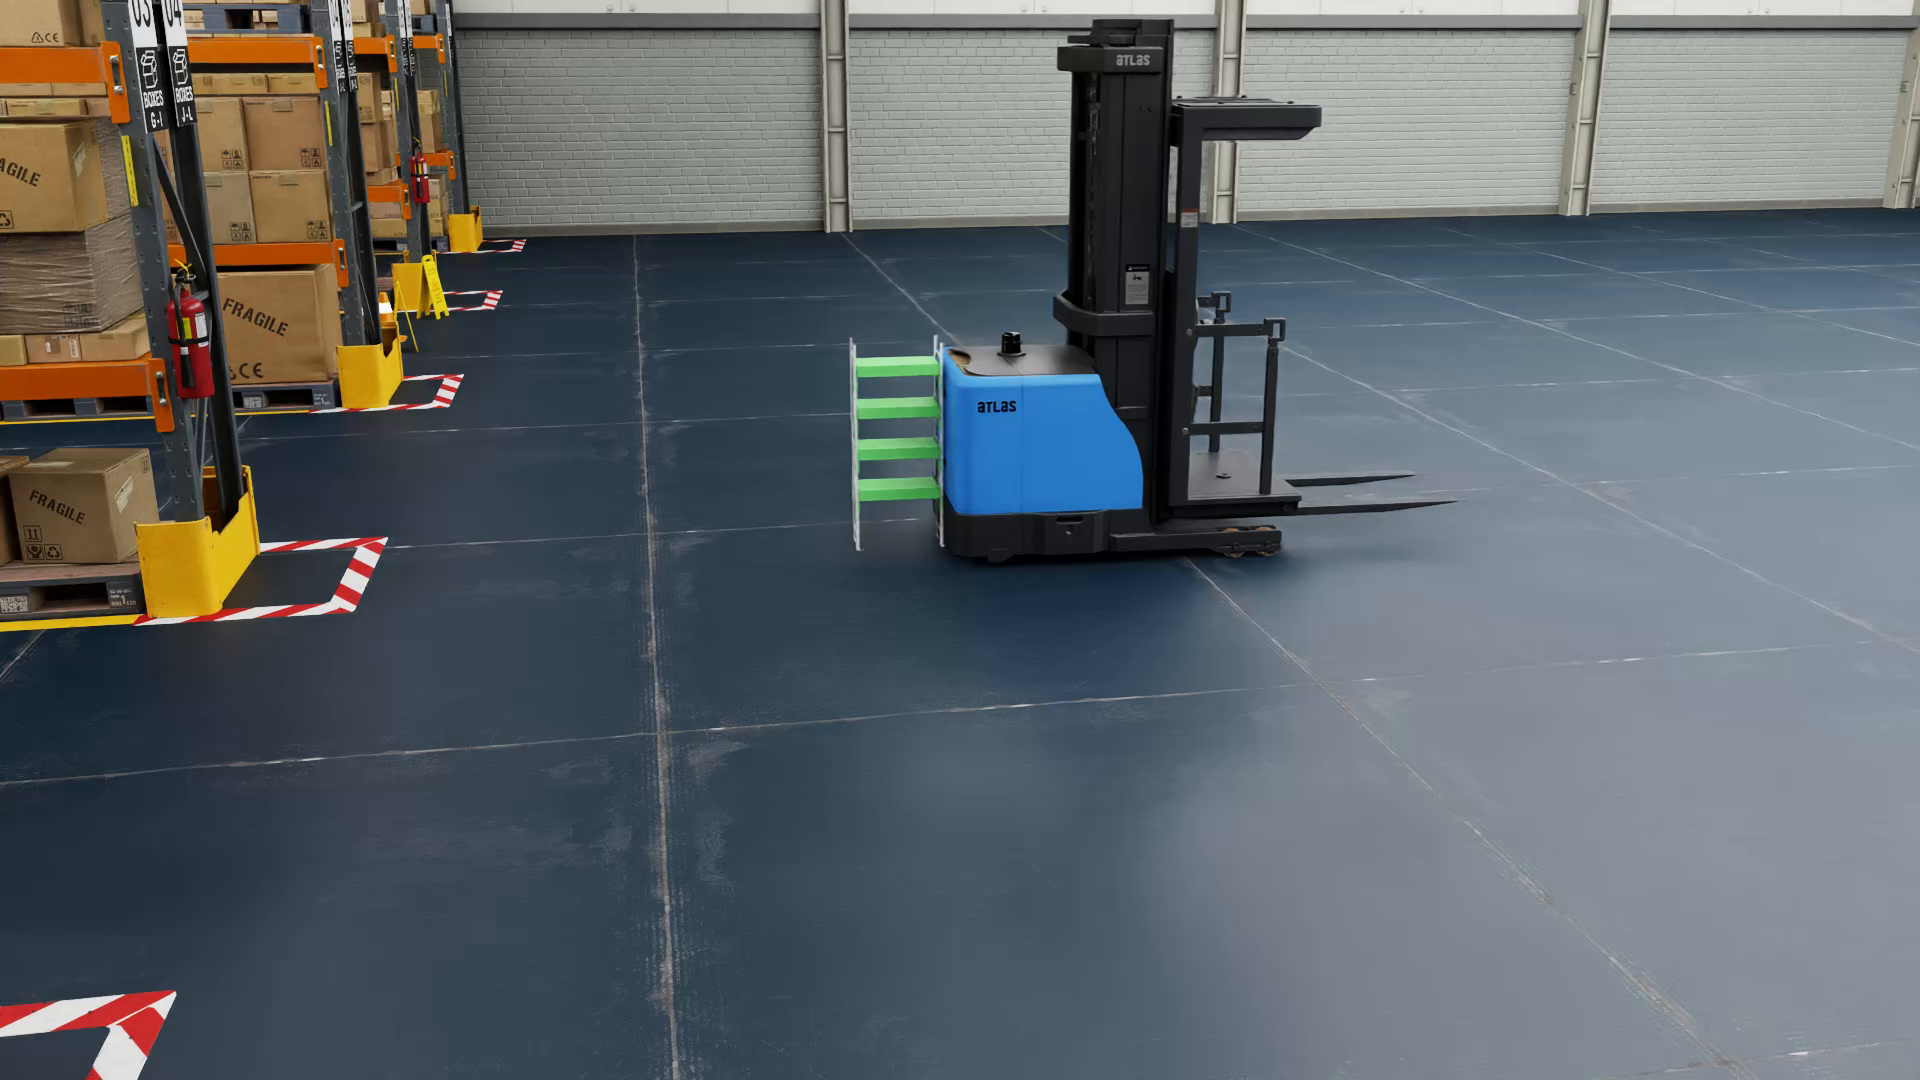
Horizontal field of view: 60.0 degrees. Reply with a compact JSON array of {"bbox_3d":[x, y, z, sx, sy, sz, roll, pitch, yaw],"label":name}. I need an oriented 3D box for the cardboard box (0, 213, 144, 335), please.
[{"bbox_3d":[-4.575,-1.378,8.512,0.500,0.500,0.875,-3,17,-10],"label":"cardboard box"}]

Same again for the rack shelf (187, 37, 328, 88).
[{"bbox_3d":[-6.836,-3.625,12.621,4.000,0.370,1.077,-3,17,-10],"label":"rack shelf"}]

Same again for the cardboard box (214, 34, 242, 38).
[{"bbox_3d":[-7.470,-5.218,17.009,0.250,0.149,0.380,-4,17,-12],"label":"cardboard box"}]

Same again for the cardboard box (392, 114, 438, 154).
[{"bbox_3d":[-7.289,-5.443,22.253,0.500,0.500,0.500,-4,17,-12],"label":"cardboard box"}]

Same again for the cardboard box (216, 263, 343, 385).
[{"bbox_3d":[-5.525,-1.774,13.384,0.875,0.875,0.875,-3,17,-10],"label":"cardboard box"}]

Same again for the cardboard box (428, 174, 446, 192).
[{"bbox_3d":[-7.363,-4.890,22.890,0.500,0.250,0.500,-4,17,-11],"label":"cardboard box"}]

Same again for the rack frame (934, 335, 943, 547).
[{"bbox_3d":[-0.123,-0.567,9.616,0.015,1.200,0.240,-3,17,-8],"label":"rack frame"}]

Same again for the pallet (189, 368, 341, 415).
[{"bbox_3d":[-5.642,-1.246,13.509,1.213,0.211,1.003,-3,17,-10],"label":"pallet"}]

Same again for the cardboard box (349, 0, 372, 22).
[{"bbox_3d":[-6.361,-5.466,17.138,0.500,0.250,0.500,-3,17,-11],"label":"cardboard box"}]

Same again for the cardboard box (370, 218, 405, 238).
[{"bbox_3d":[-7.747,-4.242,22.483,0.500,0.250,0.500,-3,17,-10],"label":"cardboard box"}]

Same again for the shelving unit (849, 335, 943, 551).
[{"bbox_3d":[-0.364,-0.557,9.581,0.503,1.200,0.258,-3,17,-8],"label":"shelving unit"}]

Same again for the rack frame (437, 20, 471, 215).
[{"bbox_3d":[-6.855,-5.498,22.604,0.127,3.000,1.000,-3,17,-10],"label":"rack frame"}]

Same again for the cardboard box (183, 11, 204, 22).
[{"bbox_3d":[-7.859,-5.379,16.856,0.500,0.250,0.500,-3,17,-10],"label":"cardboard box"}]

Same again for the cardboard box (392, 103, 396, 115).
[{"bbox_3d":[-7.388,-5.733,22.094,0.250,0.149,0.380,-3,17,-10],"label":"cardboard box"}]

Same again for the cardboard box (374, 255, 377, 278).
[{"bbox_3d":[-6.755,-2.989,18.401,0.500,0.250,0.500,-3,17,-11],"label":"cardboard box"}]

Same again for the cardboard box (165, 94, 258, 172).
[{"bbox_3d":[-5.766,-3.167,12.920,0.550,0.550,0.875,-3,17,-10],"label":"cardboard box"}]

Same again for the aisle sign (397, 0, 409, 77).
[{"bbox_3d":[-5.794,-5.230,17.303,0.004,0.787,0.394,-3,17,-10],"label":"aisle sign"}]

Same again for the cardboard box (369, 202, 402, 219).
[{"bbox_3d":[-7.768,-4.481,22.410,0.500,0.250,0.500,-3,17,-11],"label":"cardboard box"}]

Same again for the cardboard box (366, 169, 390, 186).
[{"bbox_3d":[-6.237,-3.865,17.714,0.250,0.149,0.380,-3,17,-9],"label":"cardboard box"}]

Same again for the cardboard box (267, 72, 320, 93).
[{"bbox_3d":[-6.869,-4.618,17.358,0.500,0.500,0.700,-3,17,-10],"label":"cardboard box"}]

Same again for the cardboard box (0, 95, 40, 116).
[{"bbox_3d":[-7.356,-3.076,12.625,0.550,0.550,0.875,-3,17,-10],"label":"cardboard box"}]

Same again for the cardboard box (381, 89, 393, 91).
[{"bbox_3d":[-7.746,-6.018,22.513,0.250,0.149,0.380,-3,17,-9],"label":"cardboard box"}]

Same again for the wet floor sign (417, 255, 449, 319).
[{"bbox_3d":[-5.521,-2.644,17.322,0.232,0.644,0.267,3,17,9],"label":"wet floor sign"}]

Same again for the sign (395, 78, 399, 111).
[{"bbox_3d":[-5.825,-4.611,17.205,0.005,0.325,0.100,-3,17,-10],"label":"sign"}]

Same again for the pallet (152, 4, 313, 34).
[{"bbox_3d":[-5.598,-3.993,12.746,1.213,0.211,1.003,-3,17,-10],"label":"pallet"}]

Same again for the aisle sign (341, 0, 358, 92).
[{"bbox_3d":[-4.859,-3.979,13.231,0.004,0.787,0.394,-3,17,-10],"label":"aisle sign"}]

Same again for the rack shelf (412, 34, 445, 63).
[{"bbox_3d":[-8.819,-6.477,21.906,4.000,0.370,1.077,-3,17,-10],"label":"rack shelf"}]

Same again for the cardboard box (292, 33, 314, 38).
[{"bbox_3d":[-6.713,-5.252,17.123,0.250,0.149,0.380,-3,17,-9],"label":"cardboard box"}]

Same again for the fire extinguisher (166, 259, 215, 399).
[{"bbox_3d":[-3.830,-1.047,8.244,0.183,0.674,0.296,-3,17,-10],"label":"fire extinguisher"}]

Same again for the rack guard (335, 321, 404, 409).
[{"bbox_3d":[-4.848,-1.453,13.690,0.348,0.500,1.175,-3,17,-10],"label":"rack guard"}]

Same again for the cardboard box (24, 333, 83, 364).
[{"bbox_3d":[-4.516,-1.001,8.391,0.250,0.149,0.380,-3,17,-10],"label":"cardboard box"}]

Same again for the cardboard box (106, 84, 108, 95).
[{"bbox_3d":[-8.361,-4.517,17.029,0.500,0.500,0.700,-4,17,-12],"label":"cardboard box"}]

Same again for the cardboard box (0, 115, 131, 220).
[{"bbox_3d":[-4.622,-1.927,8.595,0.500,0.500,0.500,-3,17,-10],"label":"cardboard box"}]

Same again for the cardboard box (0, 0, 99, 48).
[{"bbox_3d":[-4.455,-2.473,7.900,0.500,0.250,0.500,-3,17,-9],"label":"cardboard box"}]

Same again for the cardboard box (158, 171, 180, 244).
[{"bbox_3d":[-6.337,-2.652,13.082,0.550,0.550,0.875,-3,17,-10],"label":"cardboard box"}]

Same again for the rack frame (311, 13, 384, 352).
[{"bbox_3d":[-4.872,-2.646,13.318,0.127,3.000,1.000,-3,17,-10],"label":"rack frame"}]

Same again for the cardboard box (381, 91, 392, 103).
[{"bbox_3d":[-7.655,-5.872,22.041,0.250,0.149,0.380,-3,17,-9],"label":"cardboard box"}]

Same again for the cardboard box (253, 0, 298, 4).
[{"bbox_3d":[-5.134,-4.092,12.460,0.250,0.149,0.380,-3,17,-11],"label":"cardboard box"}]

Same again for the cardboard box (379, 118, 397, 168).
[{"bbox_3d":[-6.428,-4.311,18.062,0.500,0.500,0.500,-4,17,-11],"label":"cardboard box"}]

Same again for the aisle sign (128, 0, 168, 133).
[{"bbox_3d":[-3.912,-2.370,7.993,0.004,0.787,0.394,-3,17,-10],"label":"aisle sign"}]

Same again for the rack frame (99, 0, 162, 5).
[{"bbox_3d":[-4.030,-4.078,7.764,0.127,3.000,1.000,-3,17,-10],"label":"rack frame"}]

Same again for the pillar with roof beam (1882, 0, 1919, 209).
[{"bbox_3d":[16.671,-8.683,22.754,0.400,9.000,9.100,-3,17,-10],"label":"pillar with roof beam"}]

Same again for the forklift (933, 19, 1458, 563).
[{"bbox_3d":[1.395,-1.451,9.545,3.031,2.935,1.130,-3,17,-8],"label":"forklift"}]

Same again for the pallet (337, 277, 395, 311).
[{"bbox_3d":[-6.789,-2.695,18.227,1.213,0.211,1.003,-3,17,-10],"label":"pallet"}]

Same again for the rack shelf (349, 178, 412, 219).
[{"bbox_3d":[-7.874,-3.612,17.689,4.000,0.370,1.077,-3,17,-10],"label":"rack shelf"}]

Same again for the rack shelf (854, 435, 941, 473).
[{"bbox_3d":[-0.364,-0.496,9.600,0.480,0.148,0.258,-3,17,-8],"label":"rack shelf"}]
